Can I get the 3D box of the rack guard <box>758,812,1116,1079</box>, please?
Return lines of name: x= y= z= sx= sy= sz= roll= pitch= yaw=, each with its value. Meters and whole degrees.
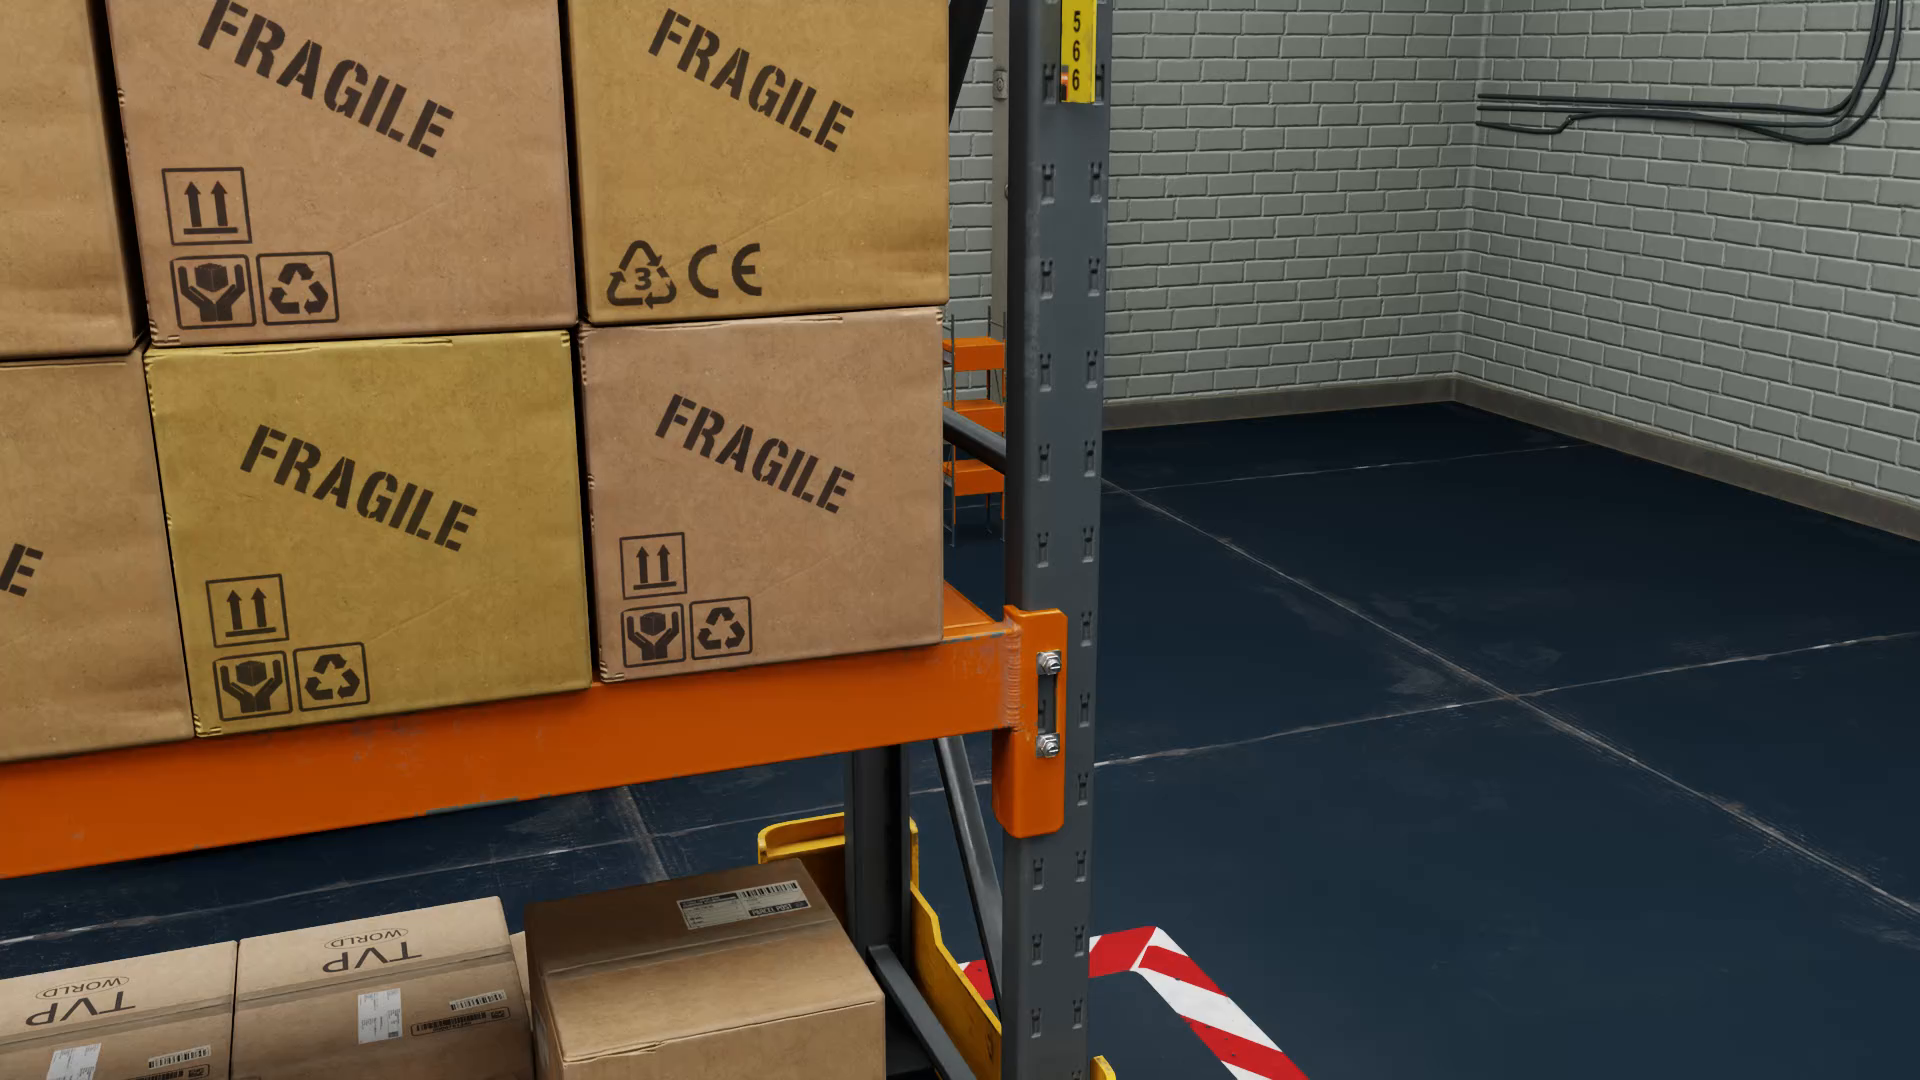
rack guard: x=-0.090 y=1.011 z=3.269 sx=0.348 sy=0.500 sz=1.175 roll=-6 pitch=17 yaw=-20

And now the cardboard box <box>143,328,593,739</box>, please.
cardboard box: x=-0.823 y=-0.074 z=2.350 sx=0.500 sy=0.500 sz=0.500 roll=-6 pitch=17 yaw=-20

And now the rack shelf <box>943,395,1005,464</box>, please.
rack shelf: x=0.050 y=-0.499 z=7.472 sx=0.240 sy=0.259 sz=0.215 roll=-6 pitch=17 yaw=-20

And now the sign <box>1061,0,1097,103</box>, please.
sign: x=0.160 y=-0.755 z=2.231 sx=0.005 sy=0.325 sz=0.100 roll=-6 pitch=17 yaw=-20

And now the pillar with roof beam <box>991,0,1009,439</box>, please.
pillar with roof beam: x=1.957 y=-3.745 z=4.379 sx=0.400 sy=9.000 sz=9.100 roll=-6 pitch=17 yaw=-20

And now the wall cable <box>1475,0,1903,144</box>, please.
wall cable: x=3.614 y=-3.364 z=8.593 sx=0.112 sy=2.526 sz=3.097 roll=-6 pitch=17 yaw=-20

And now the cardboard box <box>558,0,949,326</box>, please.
cardboard box: x=-0.337 y=-0.607 z=2.388 sx=0.500 sy=0.500 sz=0.500 roll=-6 pitch=18 yaw=-21

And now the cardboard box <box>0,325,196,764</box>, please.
cardboard box: x=-1.291 y=-0.025 z=2.183 sx=0.500 sy=0.500 sz=0.500 roll=-6 pitch=17 yaw=-20

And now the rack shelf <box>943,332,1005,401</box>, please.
rack shelf: x=0.050 y=-0.771 z=7.392 sx=0.240 sy=0.259 sz=0.215 roll=-6 pitch=17 yaw=-20

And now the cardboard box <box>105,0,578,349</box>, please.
cardboard box: x=-0.808 y=-0.556 z=2.214 sx=0.500 sy=0.500 sz=0.500 roll=-6 pitch=17 yaw=-19

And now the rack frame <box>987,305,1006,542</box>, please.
rack frame: x=0.164 y=-0.521 z=7.511 sx=0.008 sy=1.050 sz=0.200 roll=-6 pitch=17 yaw=-20

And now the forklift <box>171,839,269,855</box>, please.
forklift: x=-2.105 y=-0.700 z=4.780 sx=3.031 sy=2.935 sz=1.130 roll=-7 pitch=18 yaw=-22

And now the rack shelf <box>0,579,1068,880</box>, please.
rack shelf: x=-1.887 y=0.351 z=2.357 sx=4.000 sy=0.370 sz=1.077 roll=-6 pitch=17 yaw=-20

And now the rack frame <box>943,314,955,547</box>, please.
rack frame: x=-0.064 y=-0.497 z=7.427 sx=0.008 sy=1.050 sz=0.200 roll=-6 pitch=17 yaw=-20

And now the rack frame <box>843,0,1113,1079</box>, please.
rack frame: x=-0.019 y=-0.196 z=2.943 sx=0.127 sy=3.000 sz=1.000 roll=-6 pitch=17 yaw=-20

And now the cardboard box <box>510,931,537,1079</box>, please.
cardboard box: x=-0.767 y=0.929 z=3.358 sx=0.250 sy=0.166 sz=0.380 roll=-6 pitch=17 yaw=-20

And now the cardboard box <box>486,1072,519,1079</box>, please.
cardboard box: x=-0.849 y=1.089 z=2.814 sx=0.250 sy=0.166 sz=0.380 roll=-6 pitch=17 yaw=-20

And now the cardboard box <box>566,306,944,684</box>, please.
cardboard box: x=-0.340 y=-0.127 z=2.531 sx=0.500 sy=0.500 sz=0.500 roll=-6 pitch=17 yaw=-18

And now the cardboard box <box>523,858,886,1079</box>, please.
cardboard box: x=-0.439 y=0.912 z=2.825 sx=0.500 sy=0.500 sz=0.500 roll=-6 pitch=17 yaw=-20

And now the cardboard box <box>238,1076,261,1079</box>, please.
cardboard box: x=-1.337 y=1.120 z=2.561 sx=0.500 sy=0.250 sz=0.500 roll=-6 pitch=17 yaw=-20

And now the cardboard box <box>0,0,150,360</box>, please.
cardboard box: x=-1.291 y=-0.502 z=2.032 sx=0.500 sy=0.500 sz=0.500 roll=-6 pitch=17 yaw=-19

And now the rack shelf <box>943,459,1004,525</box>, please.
rack shelf: x=0.050 y=-0.232 z=7.550 sx=0.240 sy=0.259 sz=0.215 roll=-6 pitch=17 yaw=-20

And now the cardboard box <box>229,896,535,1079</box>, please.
cardboard box: x=-1.096 y=0.943 z=3.164 sx=0.500 sy=0.250 sz=0.500 roll=-6 pitch=17 yaw=-20

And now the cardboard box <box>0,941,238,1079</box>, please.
cardboard box: x=-1.562 y=0.993 z=2.992 sx=0.500 sy=0.250 sz=0.500 roll=-6 pitch=17 yaw=-20

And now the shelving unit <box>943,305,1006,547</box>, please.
shelving unit: x=0.050 y=-0.509 z=7.469 sx=0.252 sy=1.050 sz=0.215 roll=-6 pitch=17 yaw=-20
